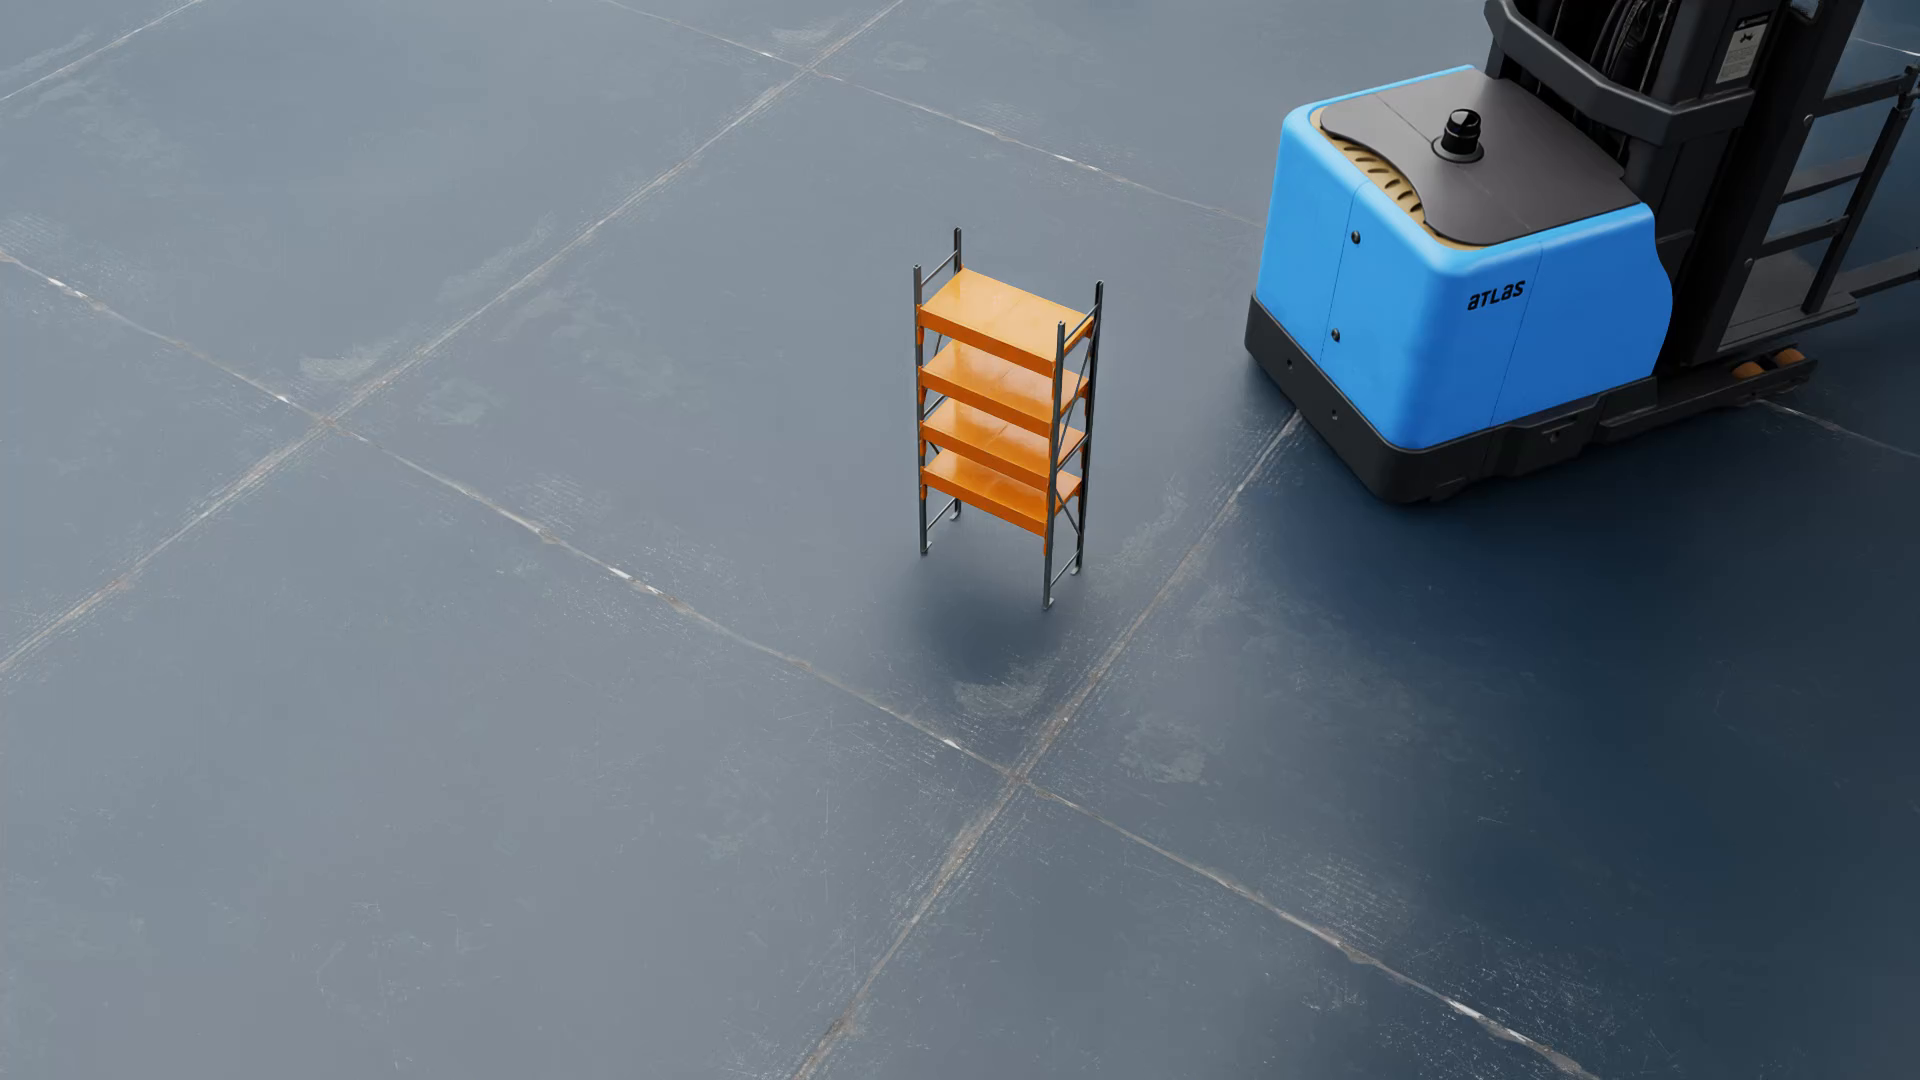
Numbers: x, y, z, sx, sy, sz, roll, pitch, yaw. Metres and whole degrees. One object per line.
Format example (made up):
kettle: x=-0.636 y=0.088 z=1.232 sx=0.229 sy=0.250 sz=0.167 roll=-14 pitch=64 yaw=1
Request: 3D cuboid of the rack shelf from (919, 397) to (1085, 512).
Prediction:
rack shelf: x=0.139 y=-0.307 z=5.306 sx=0.480 sy=0.148 sz=0.258 roll=25 pitch=51 yaw=22

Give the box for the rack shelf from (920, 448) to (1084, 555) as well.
rack shelf: x=0.139 y=-0.169 z=5.448 sx=0.480 sy=0.148 sz=0.258 roll=25 pitch=51 yaw=22

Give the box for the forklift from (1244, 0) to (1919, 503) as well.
forklift: x=2.655 y=-1.853 z=5.507 sx=3.031 sy=2.935 sz=1.130 roll=-17 pitch=48 yaw=-16

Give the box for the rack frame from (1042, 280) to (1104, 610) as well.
rack frame: x=0.345 y=-0.260 z=5.166 sx=0.015 sy=1.200 sz=0.240 roll=25 pitch=51 yaw=22

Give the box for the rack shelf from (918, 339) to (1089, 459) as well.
rack shelf: x=0.139 y=-0.463 z=5.145 sx=0.480 sy=0.148 sz=0.258 roll=25 pitch=51 yaw=22

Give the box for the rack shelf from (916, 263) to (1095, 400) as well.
rack shelf: x=0.139 y=-0.628 z=4.976 sx=0.480 sy=0.148 sz=0.258 roll=25 pitch=51 yaw=22

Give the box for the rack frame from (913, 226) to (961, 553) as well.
rack frame: x=-0.066 y=-0.449 z=5.349 sx=0.015 sy=1.200 sz=0.240 roll=25 pitch=51 yaw=22

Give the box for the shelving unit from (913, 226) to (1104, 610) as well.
shelving unit: x=0.139 y=-0.354 z=5.257 sx=0.503 sy=1.200 sz=0.258 roll=25 pitch=51 yaw=22
